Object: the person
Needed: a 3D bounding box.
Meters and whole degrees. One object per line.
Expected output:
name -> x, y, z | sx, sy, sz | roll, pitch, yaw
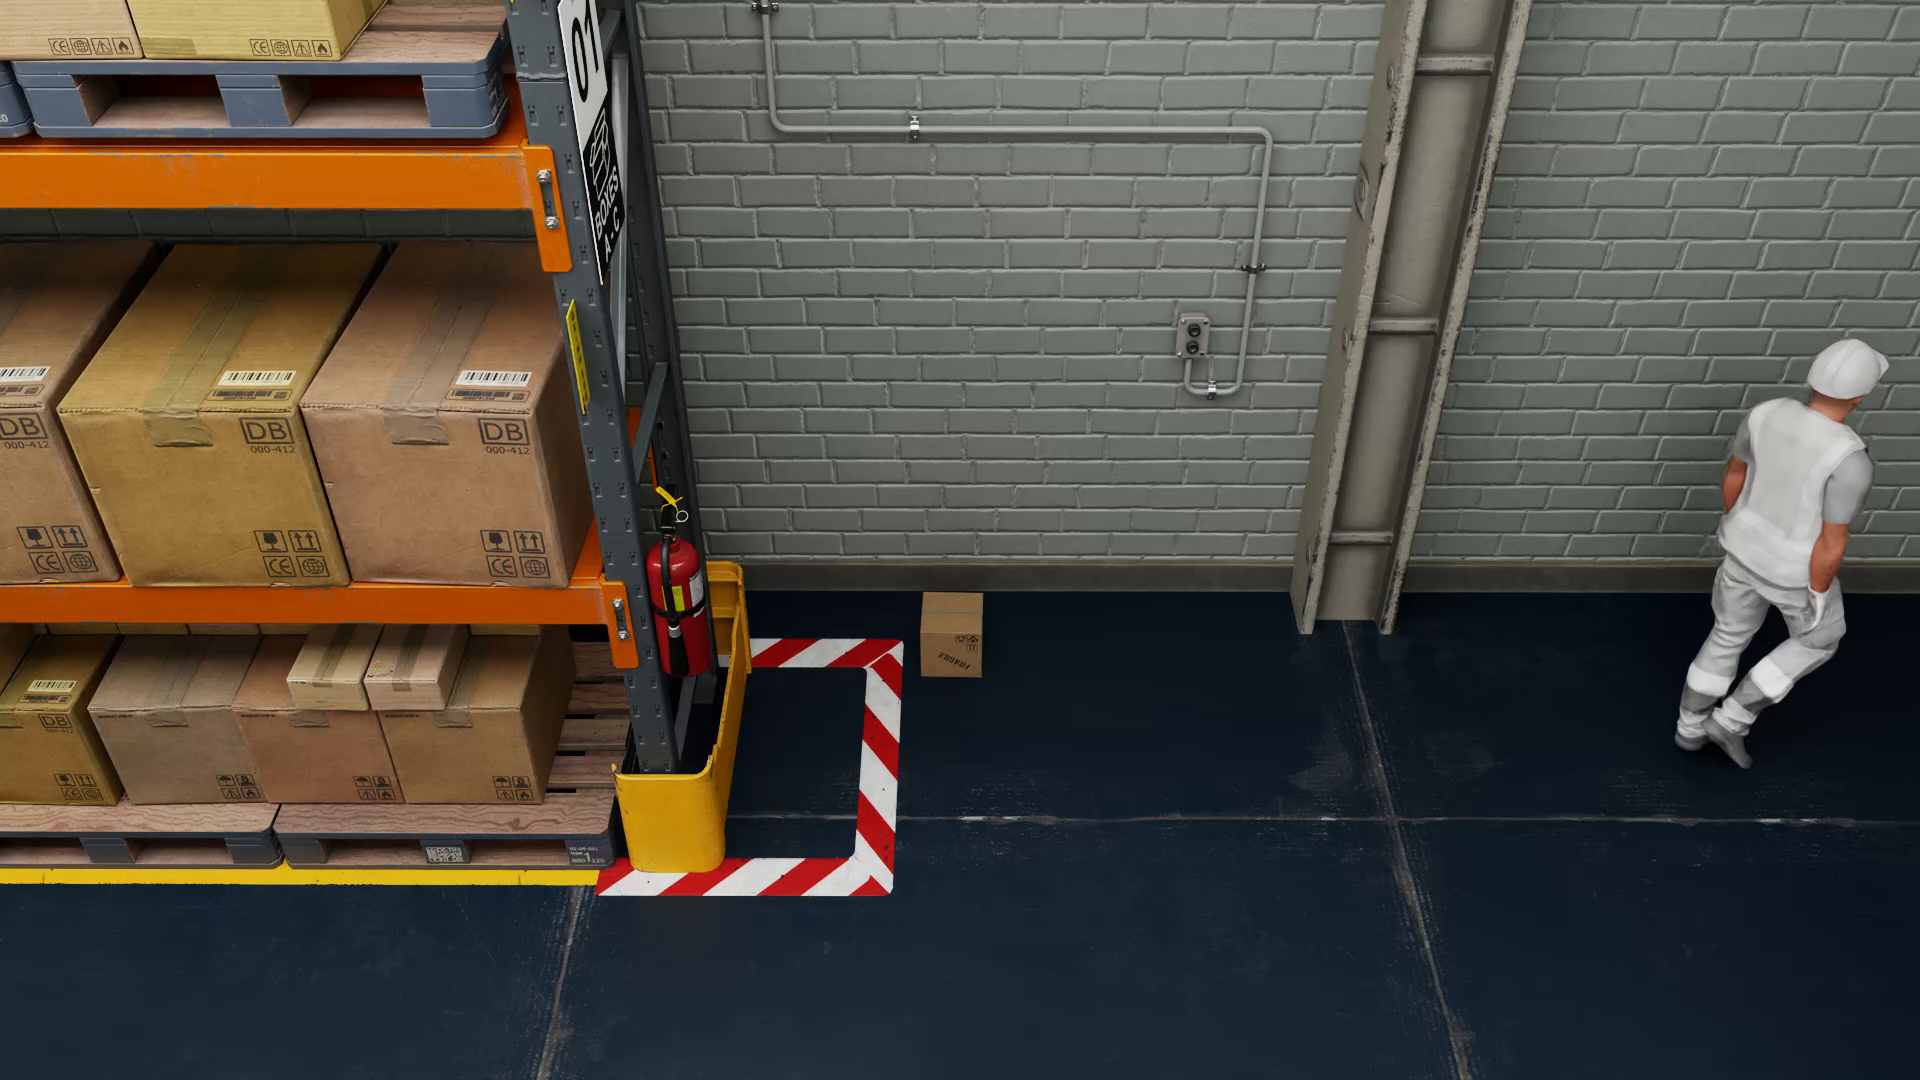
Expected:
person -> 2.960, 0.056, 6.014 | 0.454, 1.783, 0.582 | -17, 42, -20
